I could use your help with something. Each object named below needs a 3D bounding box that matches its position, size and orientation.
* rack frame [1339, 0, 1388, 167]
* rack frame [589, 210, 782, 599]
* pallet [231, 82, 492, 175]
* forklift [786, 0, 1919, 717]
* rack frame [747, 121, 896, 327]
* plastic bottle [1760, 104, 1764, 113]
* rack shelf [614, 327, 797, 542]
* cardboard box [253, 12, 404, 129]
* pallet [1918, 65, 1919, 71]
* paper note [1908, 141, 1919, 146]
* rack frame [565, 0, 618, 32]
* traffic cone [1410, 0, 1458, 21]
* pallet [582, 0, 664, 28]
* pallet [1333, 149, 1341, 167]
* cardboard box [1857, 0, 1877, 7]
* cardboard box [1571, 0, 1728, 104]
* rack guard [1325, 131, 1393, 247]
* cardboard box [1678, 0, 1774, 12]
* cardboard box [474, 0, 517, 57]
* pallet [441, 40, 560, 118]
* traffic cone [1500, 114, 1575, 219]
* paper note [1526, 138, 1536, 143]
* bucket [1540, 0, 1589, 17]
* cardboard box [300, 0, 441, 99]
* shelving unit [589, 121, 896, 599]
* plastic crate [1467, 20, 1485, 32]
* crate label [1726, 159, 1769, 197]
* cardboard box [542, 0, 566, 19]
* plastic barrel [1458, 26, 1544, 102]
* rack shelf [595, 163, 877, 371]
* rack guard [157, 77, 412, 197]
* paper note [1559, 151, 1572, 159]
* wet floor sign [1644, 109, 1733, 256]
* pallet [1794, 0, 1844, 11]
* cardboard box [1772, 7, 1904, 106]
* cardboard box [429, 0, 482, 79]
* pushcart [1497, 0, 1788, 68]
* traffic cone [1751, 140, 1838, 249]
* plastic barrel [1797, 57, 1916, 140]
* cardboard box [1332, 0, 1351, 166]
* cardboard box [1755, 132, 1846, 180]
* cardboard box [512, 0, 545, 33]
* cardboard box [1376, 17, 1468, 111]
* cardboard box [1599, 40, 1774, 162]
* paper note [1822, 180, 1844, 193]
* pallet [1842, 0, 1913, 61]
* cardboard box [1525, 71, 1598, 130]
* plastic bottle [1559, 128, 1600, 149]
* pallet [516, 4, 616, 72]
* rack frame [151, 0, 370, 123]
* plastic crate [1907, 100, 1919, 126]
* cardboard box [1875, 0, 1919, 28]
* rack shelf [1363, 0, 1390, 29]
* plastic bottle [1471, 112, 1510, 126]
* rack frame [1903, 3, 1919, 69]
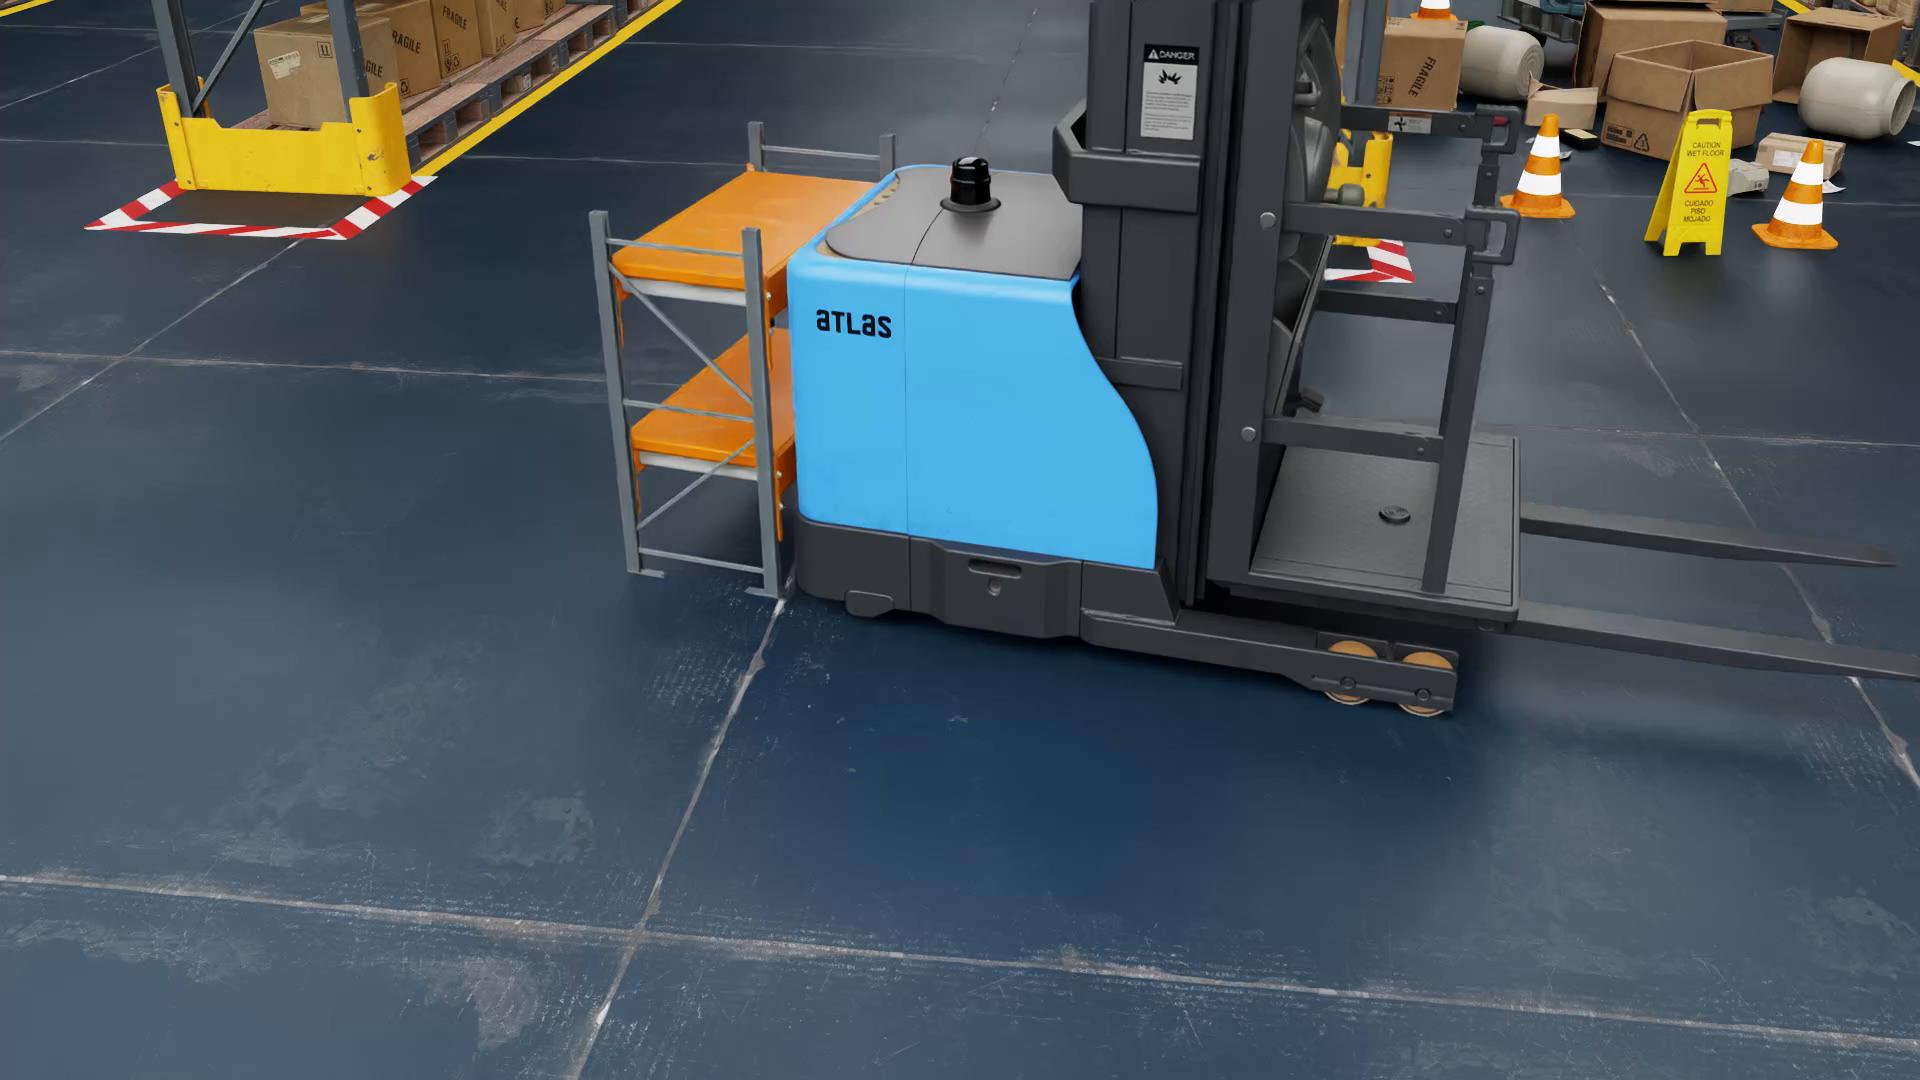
[{"bbox_3d":[1.418,-2.819,7.320,1.000,3.000,0.127,3,28,6],"label":"rack frame"},{"bbox_3d":[-0.771,-0.365,4.741,0.500,1.125,0.032,9,30,16],"label":"rack frame"},{"bbox_3d":[-3.348,-2.343,9.377,1.003,0.211,1.213,3,28,6],"label":"pallet"},{"bbox_3d":[1.099,-1.107,4.215,3.031,2.935,1.130,8,29,15],"label":"forklift"},{"bbox_3d":[-0.446,-0.822,5.589,0.500,1.125,0.032,9,30,16],"label":"rack frame"},{"bbox_3d":[4.814,-2.670,10.141,0.133,0.061,0.283,8,29,15],"label":"plastic bottle"},{"bbox_3d":[-0.608,-0.378,5.281,0.538,0.278,1.000,9,30,16],"label":"rack shelf"},{"bbox_3d":[-3.399,-2.532,8.980,0.500,0.500,0.500,9,30,16],"label":"cardboard box"},{"bbox_3d":[6.786,-2.916,10.440,1.003,0.211,1.213,3,28,6],"label":"pallet"},{"bbox_3d":[5.451,-2.237,9.370,0.142,0.019,0.148,-6,29,-11],"label":"paper note"},{"bbox_3d":[-3.002,-5.038,11.438,1.000,3.000,0.127,3,28,6],"label":"rack frame"},{"bbox_3d":[3.572,-4.128,12.425,0.336,0.463,0.334,3,28,6],"label":"traffic cone"},{"bbox_3d":[-2.908,-4.177,12.780,1.003,0.211,1.213,3,28,6],"label":"pallet"},{"bbox_3d":[1.439,-1.972,8.688,1.003,0.211,1.213,3,28,6],"label":"pallet"},{"bbox_3d":[6.980,-4.075,11.980,0.950,0.372,0.625,5,29,9],"label":"cardboard box"},{"bbox_3d":[4.153,-2.954,10.060,0.797,0.637,0.503,3,28,6],"label":"cardboard box"},{"bbox_3d":[1.416,-1.707,7.892,1.175,0.500,0.348,3,28,6],"label":"rack guard"},{"bbox_3d":[5.063,-3.784,10.948,0.500,0.500,0.500,3,28,6],"label":"cardboard box"},{"bbox_3d":[-3.151,-3.369,10.534,0.500,0.500,0.500,1,28,2],"label":"cardboard box"},{"bbox_3d":[-3.196,-2.916,10.440,1.003,0.211,1.213,3,28,6],"label":"pallet"},{"bbox_3d":[2.893,-1.870,8.232,0.336,0.463,0.334,3,28,6],"label":"traffic cone"},{"bbox_3d":[3.252,-2.275,9.463,0.032,0.001,0.123,20,34,32],"label":"paper note"},{"bbox_3d":[4.180,-3.732,10.863,0.726,0.611,0.620,14,21,24],"label":"bucket"},{"bbox_3d":[-3.359,-2.816,9.506,0.500,0.500,0.500,11,30,19],"label":"cardboard box"},{"bbox_3d":[-0.608,-0.593,5.165,0.538,1.125,1.048,9,30,16],"label":"shelving unit"},{"bbox_3d":[3.187,-3.331,11.175,0.450,0.188,0.662,9,28,37],"label":"plastic crate"},{"bbox_3d":[4.007,-1.874,8.584,0.250,0.136,0.298,-11,30,-20],"label":"crate label"},{"bbox_3d":[-3.090,-3.936,11.586,0.500,0.500,0.500,3,28,5],"label":"cardboard box"},{"bbox_3d":[3.292,-2.944,10.269,0.421,0.421,0.512,-24,36,-37],"label":"plastic barrel"},{"bbox_3d":[-0.609,-0.851,5.026,0.538,0.278,1.000,9,30,16],"label":"rack shelf"},{"bbox_3d":[-3.482,-2.090,8.602,1.175,0.500,0.348,3,28,6],"label":"rack guard"},{"bbox_3d":[3.290,-2.131,9.175,0.144,0.017,0.142,14,31,24],"label":"paper note"},{"bbox_3d":[3.380,-1.654,7.639,0.267,0.644,0.232,-1,28,-3],"label":"wet floor sign"},{"bbox_3d":[7.075,-4.177,12.780,1.003,0.211,1.213,3,28,6],"label":"pallet"},{"bbox_3d":[5.352,-2.937,10.172,0.500,0.500,0.500,-24,36,-37],"label":"cardboard box"},{"bbox_3d":[-3.264,-3.109,10.051,0.500,0.500,0.500,6,29,11],"label":"cardboard box"},{"bbox_3d":[4.565,-3.416,11.193,1.648,0.377,0.936,-6,29,-11],"label":"pushcart"},{"bbox_3d":[3.973,-1.644,7.813,0.336,0.463,0.334,3,28,6],"label":"traffic cone"},{"bbox_3d":[5.094,-2.505,9.453,0.421,0.421,0.512,-24,36,-37],"label":"plastic barrel"},{"bbox_3d":[1.436,-2.391,8.324,0.875,0.875,0.875,4,29,6],"label":"cardboard box"},{"bbox_3d":[4.499,-2.058,8.913,0.380,0.149,0.250,20,34,32],"label":"cardboard box"},{"bbox_3d":[-3.153,-3.666,11.085,0.500,0.500,0.500,13,31,22],"label":"cardboard box"},{"bbox_3d":[2.737,-2.812,9.940,0.500,0.500,0.500,8,29,15],"label":"cardboard box"},{"bbox_3d":[4.046,-2.454,9.274,0.797,0.503,0.637,-17,33,-29],"label":"cardboard box"},{"bbox_3d":[4.484,-1.832,8.619,0.148,0.019,0.142,-6,29,-11],"label":"paper note"},{"bbox_3d":[6.928,-3.601,11.711,1.003,0.211,1.213,3,28,6],"label":"pallet"},{"bbox_3d":[3.526,-2.582,9.763,0.396,0.266,0.258,8,29,15],"label":"cardboard box"},{"bbox_3d":[3.491,-2.280,9.419,0.133,0.061,0.283,-6,29,-11],"label":"plastic bottle"},{"bbox_3d":[-3.049,-3.492,11.509,1.003,0.211,1.213,3,28,6],"label":"pallet"},{"bbox_3d":[-3.492,-3.155,7.943,1.000,3.000,0.127,3,28,6],"label":"rack frame"},{"bbox_3d":[5.827,-2.485,9.778,0.402,0.080,0.583,-6,29,-11],"label":"plastic crate"},{"bbox_3d":[6.895,-3.737,11.351,0.950,0.372,0.625,4,29,7],"label":"cardboard box"},{"bbox_3d":[1.664,-3.444,9.238,1.077,0.370,4.000,3,28,6],"label":"rack shelf"},{"bbox_3d":[3.100,-2.478,9.785,0.283,0.061,0.133,-6,29,-11],"label":"plastic bottle"},{"bbox_3d":[6.834,-4.462,10.369,1.000,3.000,0.127,3,28,6],"label":"rack frame"}]
